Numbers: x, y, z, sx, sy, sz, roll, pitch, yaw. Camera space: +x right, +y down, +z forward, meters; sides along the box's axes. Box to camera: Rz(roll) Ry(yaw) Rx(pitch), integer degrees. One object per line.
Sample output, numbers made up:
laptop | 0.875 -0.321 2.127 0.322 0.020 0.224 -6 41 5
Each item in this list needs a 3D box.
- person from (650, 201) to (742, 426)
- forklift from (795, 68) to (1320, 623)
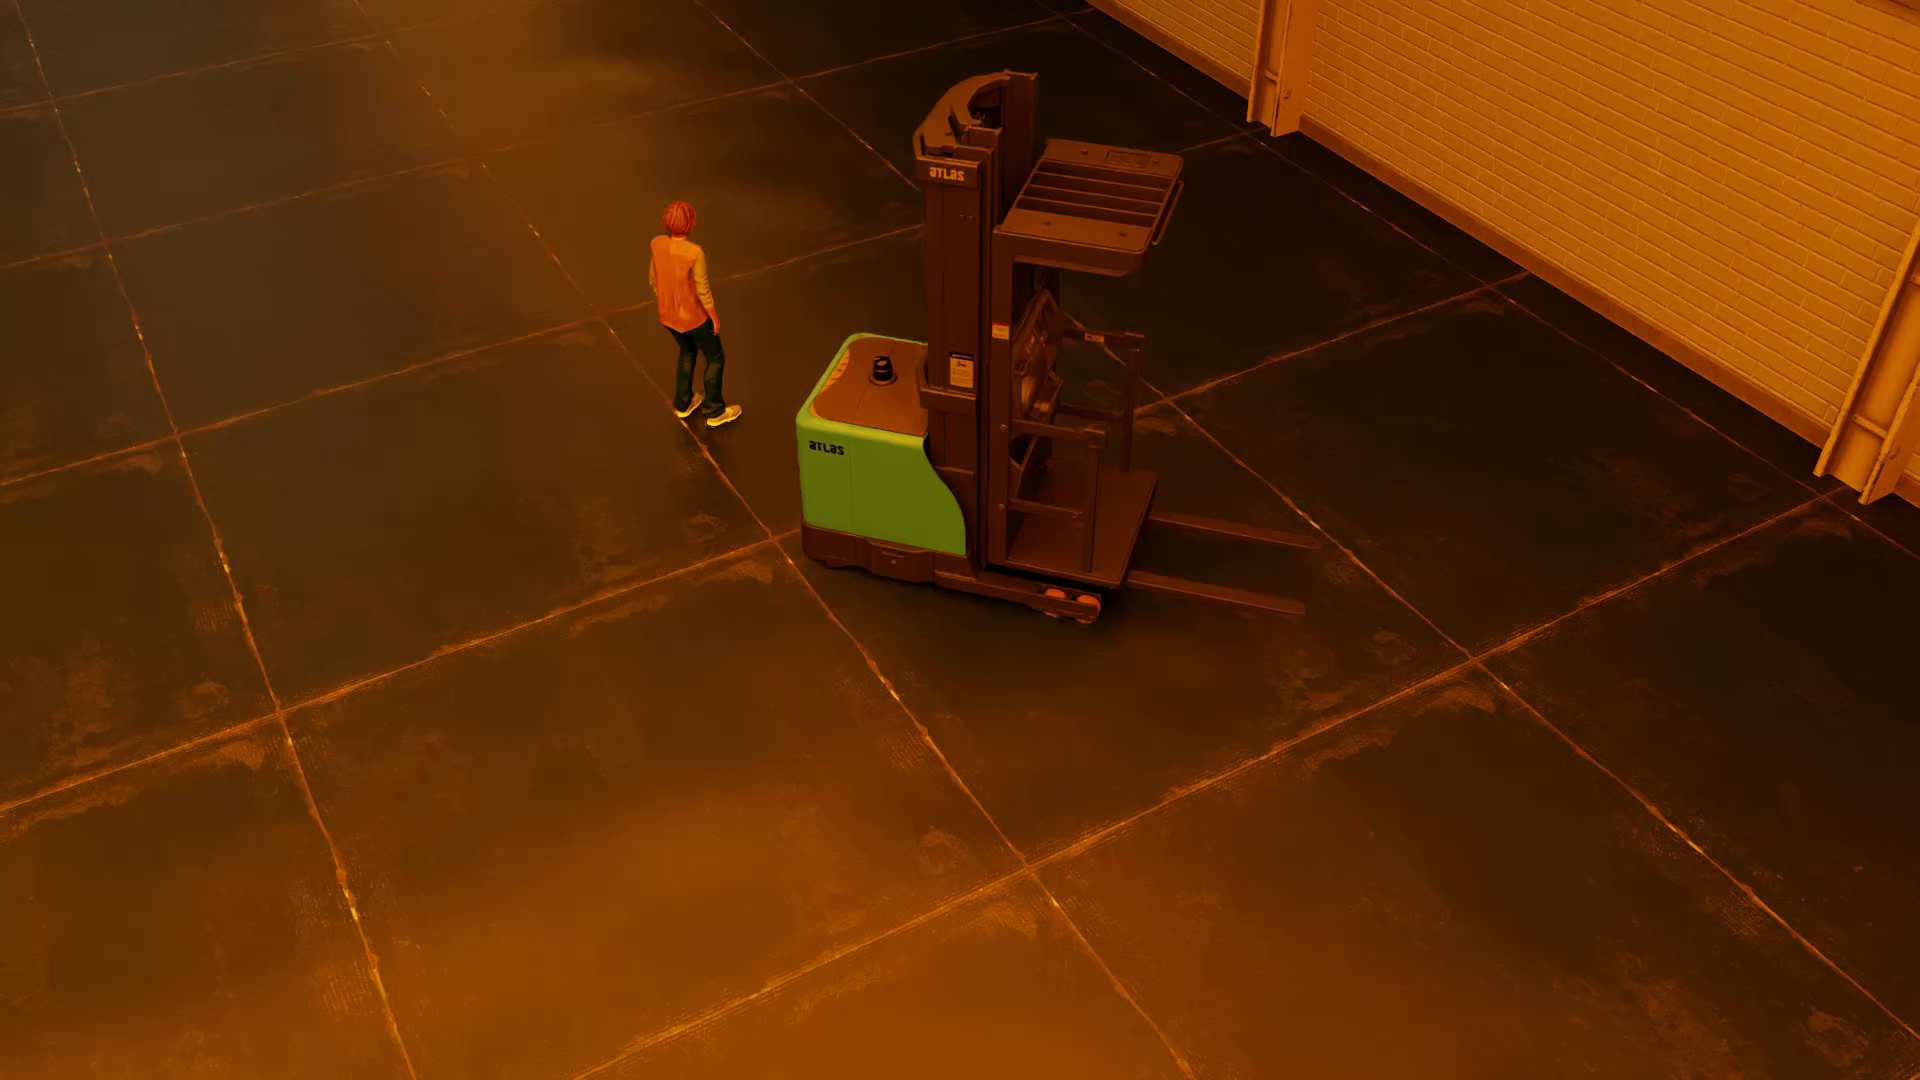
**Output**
person | -1.780 -1.472 10.874 0.510 1.580 0.329 21 44 23
forklift | 0.614 -1.022 9.268 3.031 2.935 1.130 11 41 13
